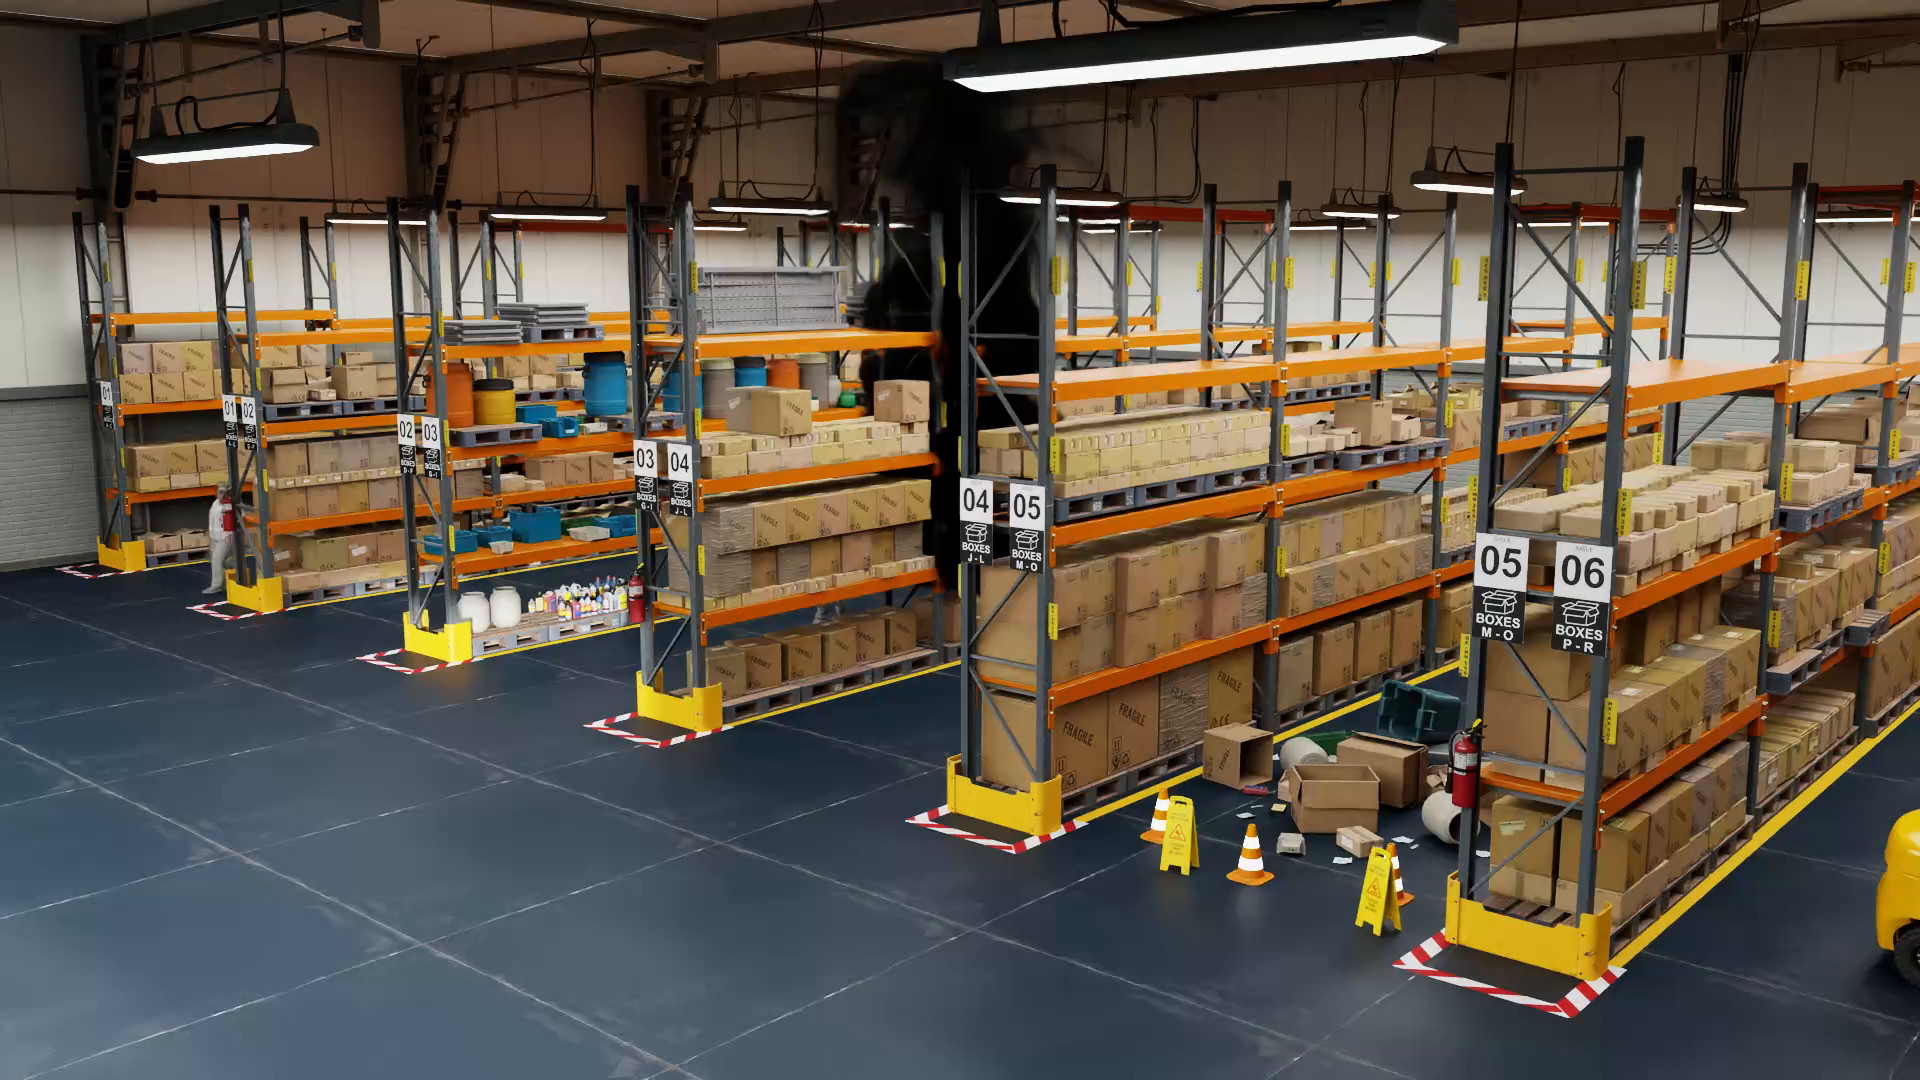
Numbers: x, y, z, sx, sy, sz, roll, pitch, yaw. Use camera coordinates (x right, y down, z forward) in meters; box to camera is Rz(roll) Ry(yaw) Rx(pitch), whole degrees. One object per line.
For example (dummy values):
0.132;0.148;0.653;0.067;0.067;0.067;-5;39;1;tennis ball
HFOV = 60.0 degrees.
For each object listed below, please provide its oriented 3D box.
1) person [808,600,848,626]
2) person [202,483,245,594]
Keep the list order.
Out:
-1.812;0.287;22.447;0.693;1.808;0.925;7;12;35;person
-11.592;-0.051;26.296;0.717;1.748;0.797;5;11;27;person
